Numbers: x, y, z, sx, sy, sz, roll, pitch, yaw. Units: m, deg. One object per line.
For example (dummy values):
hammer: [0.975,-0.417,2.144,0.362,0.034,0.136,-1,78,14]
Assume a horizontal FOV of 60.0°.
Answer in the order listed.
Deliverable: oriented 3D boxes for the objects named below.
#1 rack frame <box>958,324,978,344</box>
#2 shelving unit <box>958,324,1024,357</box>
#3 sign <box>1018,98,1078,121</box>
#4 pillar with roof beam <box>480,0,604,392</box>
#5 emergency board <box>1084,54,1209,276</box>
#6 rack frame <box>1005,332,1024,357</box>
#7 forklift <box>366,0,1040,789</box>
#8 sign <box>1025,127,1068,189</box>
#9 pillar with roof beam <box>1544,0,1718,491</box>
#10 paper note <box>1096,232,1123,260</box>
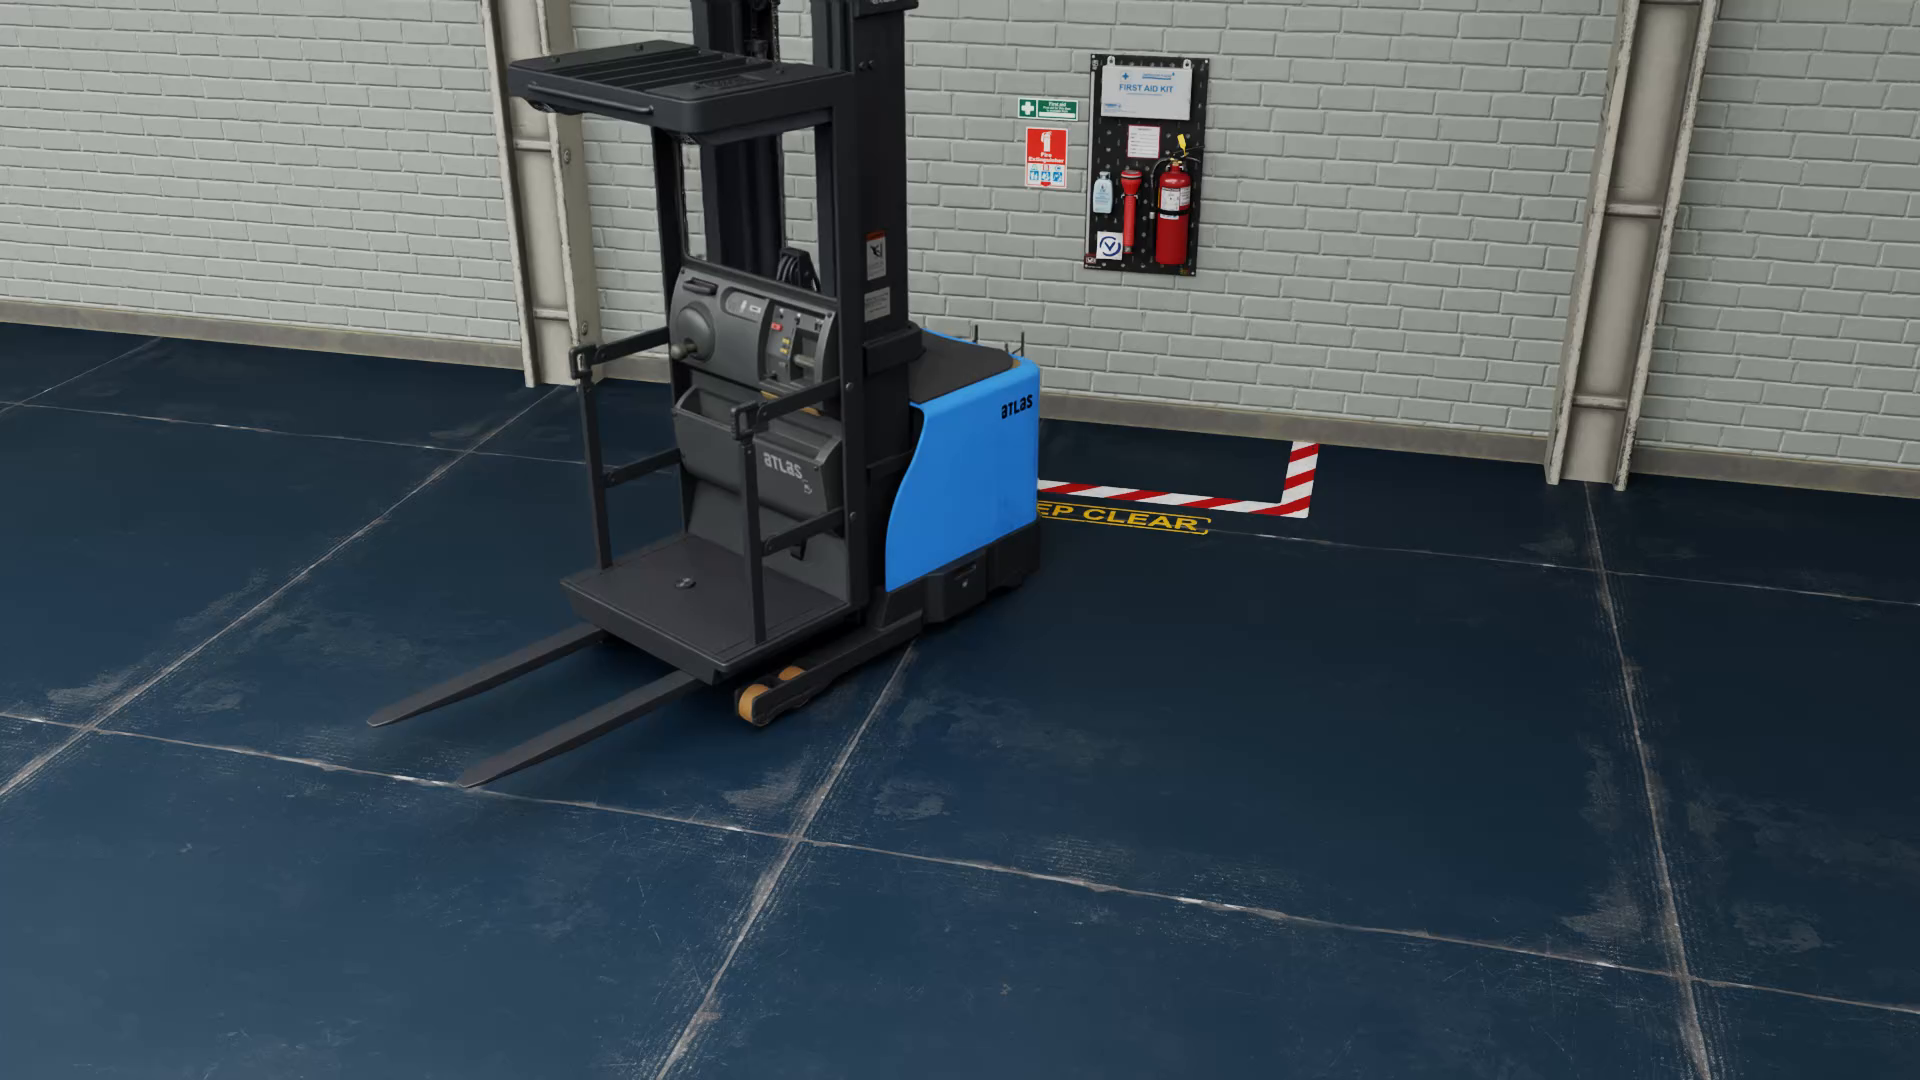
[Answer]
rack frame: [0.038,-0.522,8.126,0.008,1.050,0.200,12,28,24]
shelving unit: [0.147,-0.499,8.076,0.252,1.050,0.215,12,28,24]
sign: [0.475,-2.332,9.001,0.331,0.109,0.001,6,26,13]
pillar with roof beam: [-3.516,-3.257,4.623,0.400,9.000,9.100,6,26,13]
emergency board: [0.983,-1.979,8.917,0.643,1.169,0.194,6,26,13]
rack frame: [0.256,-0.475,8.026,0.008,1.050,0.200,12,28,24]
forklift: [-0.987,-0.823,6.569,1.130,2.935,3.031,21,33,37]
sign: [0.473,-2.097,9.124,0.234,0.329,0.001,6,26,13]
pillar with roof beam: [2.295,-2.615,3.274,0.400,9.000,9.100,6,26,13]
paper note: [0.829,-1.629,9.207,0.142,0.148,0.016,6,26,13]
